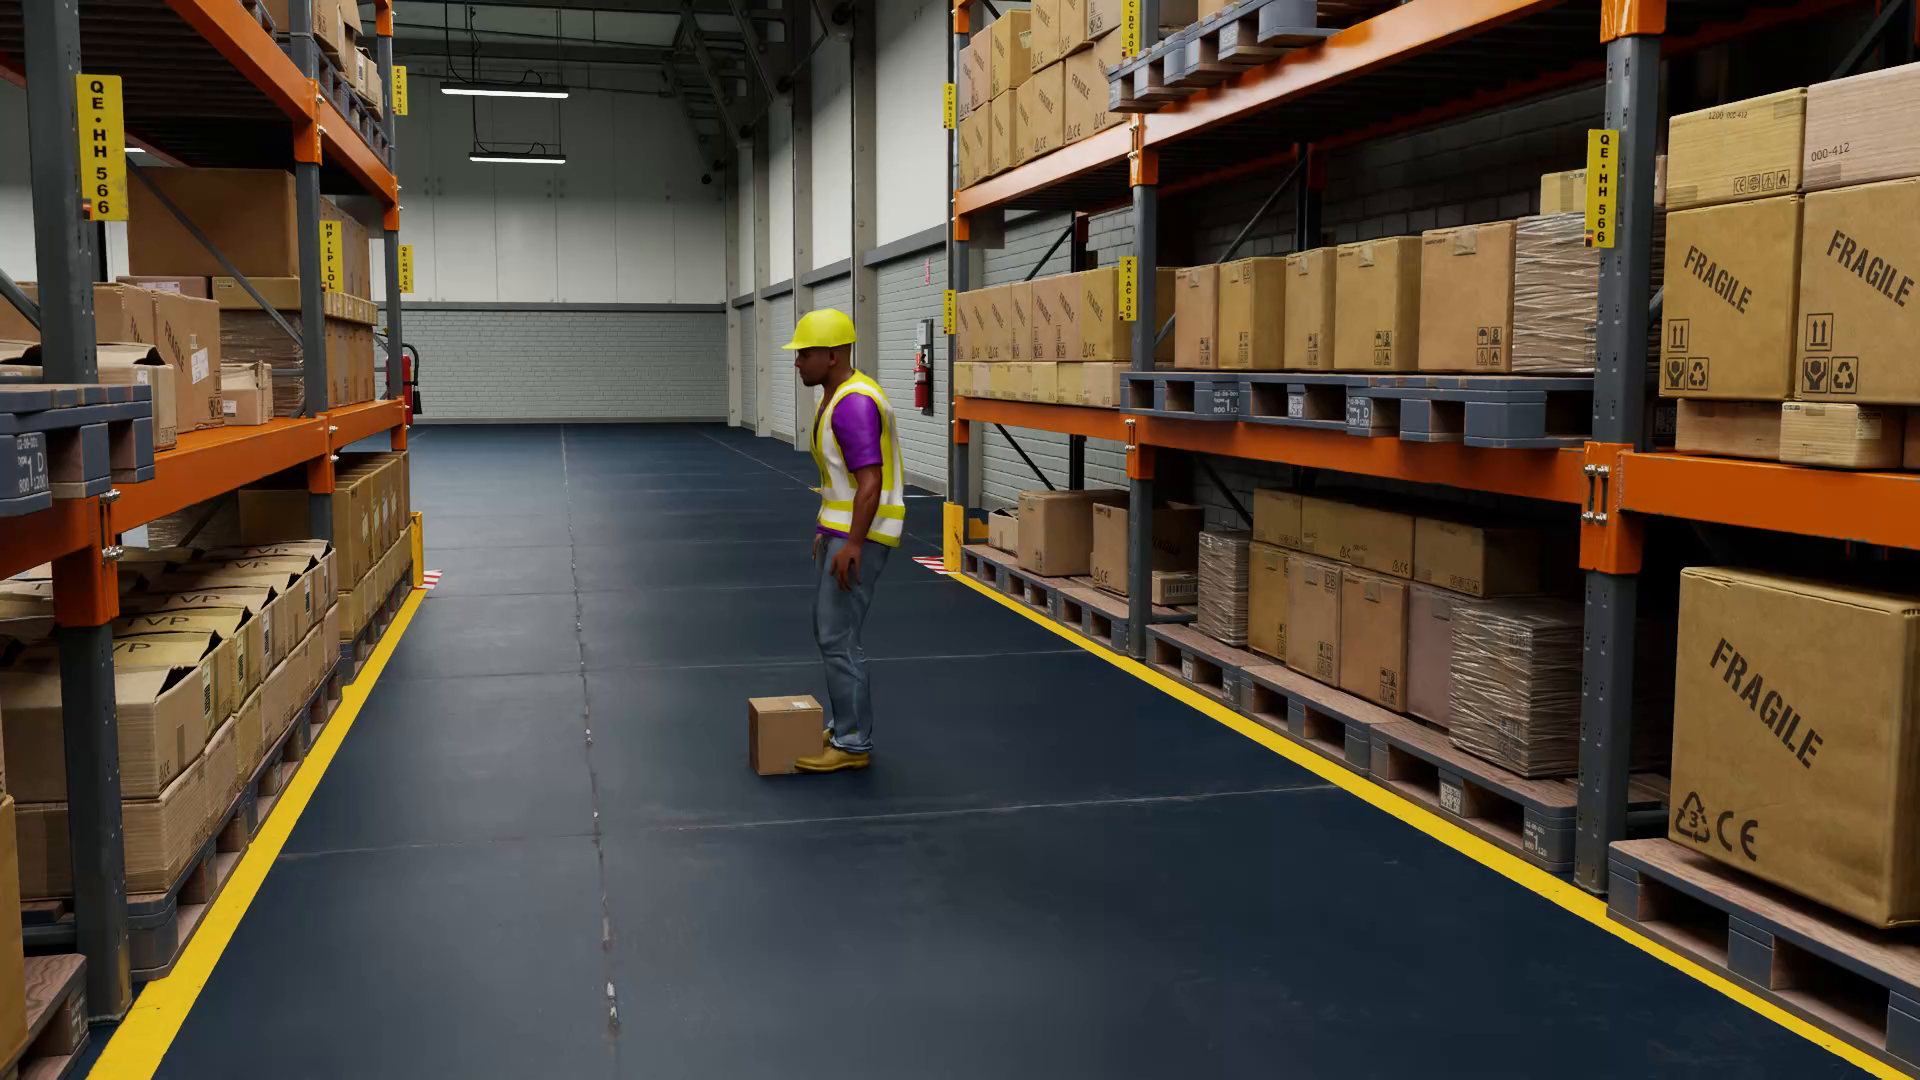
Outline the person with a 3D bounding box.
[{"bbox_3d":[-0.455,-0.005,6.417,0.460,1.760,0.627,-1,6,-13],"label":"person"}]
